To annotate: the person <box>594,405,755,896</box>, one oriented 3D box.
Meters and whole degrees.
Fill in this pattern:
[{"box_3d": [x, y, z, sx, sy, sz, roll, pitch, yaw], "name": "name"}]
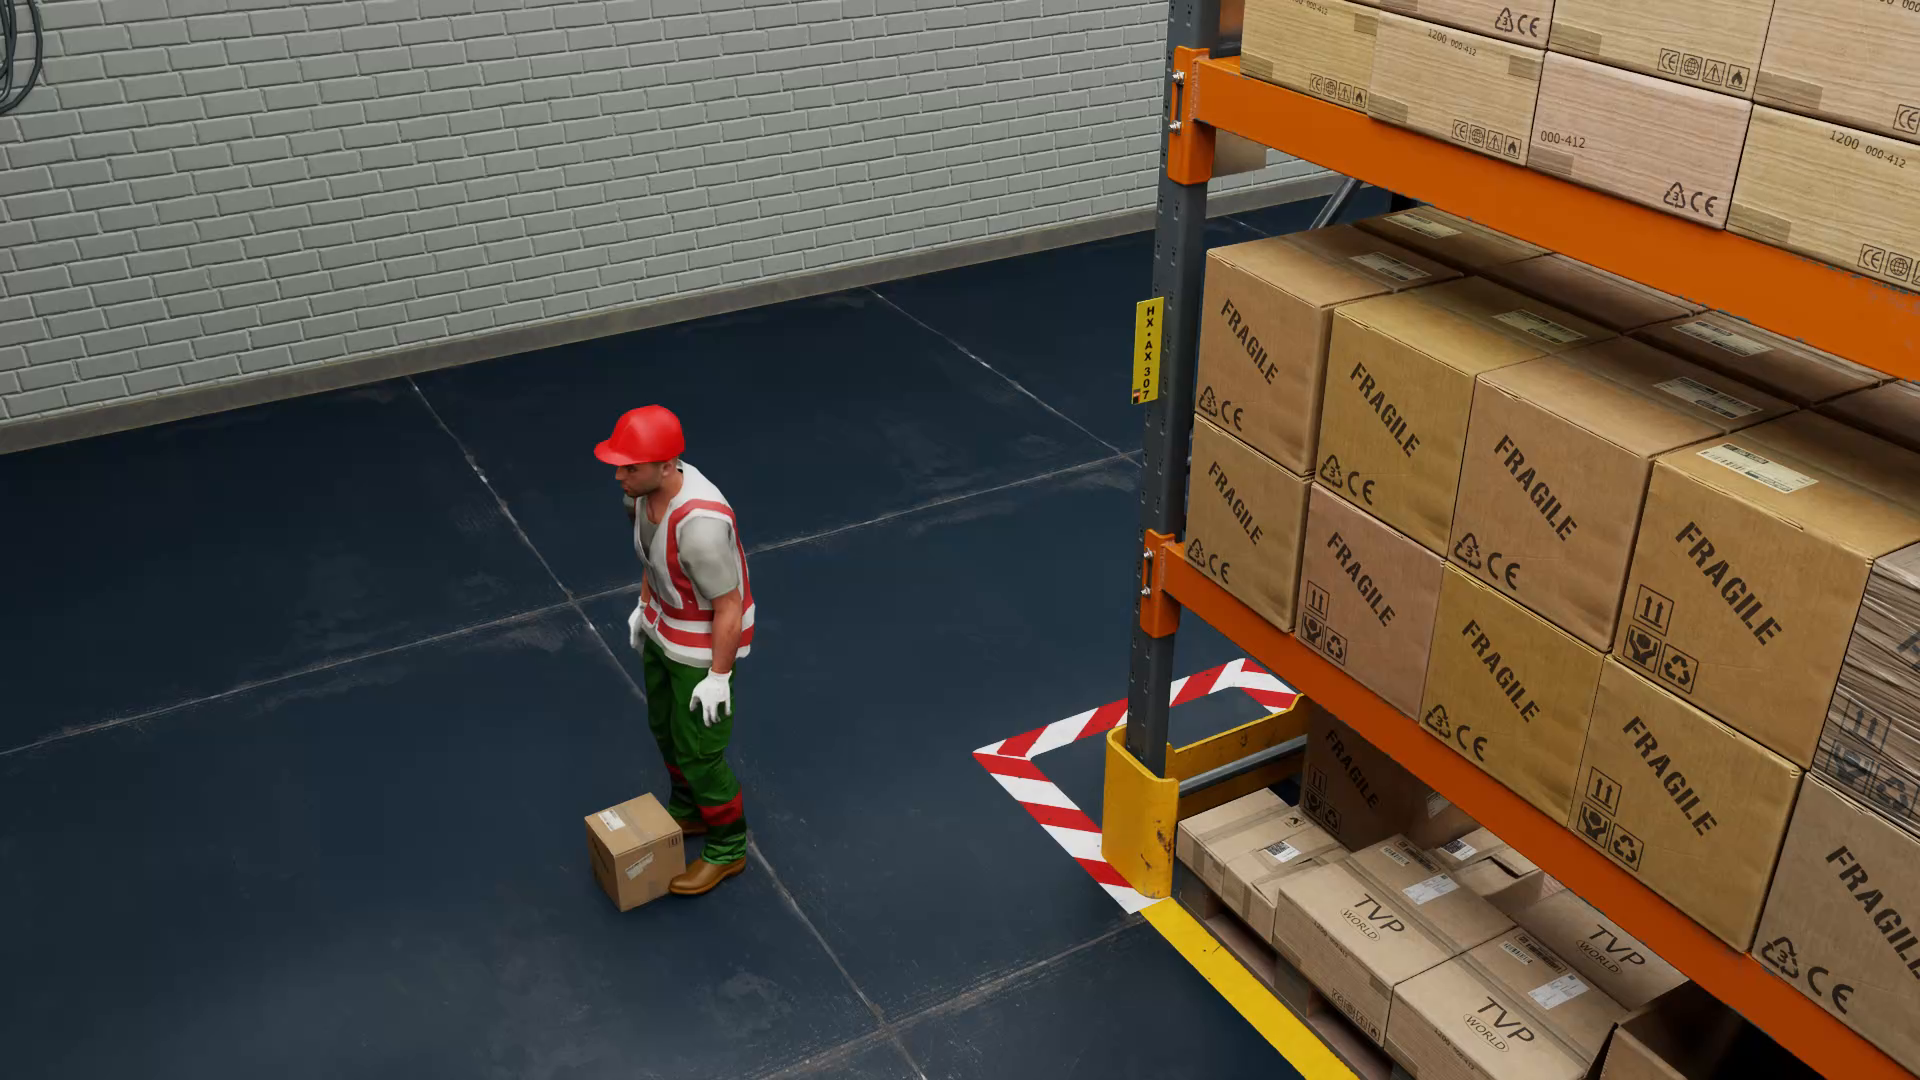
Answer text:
[{"box_3d": [-0.915, 0.355, 5.463, 0.451, 1.778, 0.611, -18, 33, -29], "name": "person"}]
